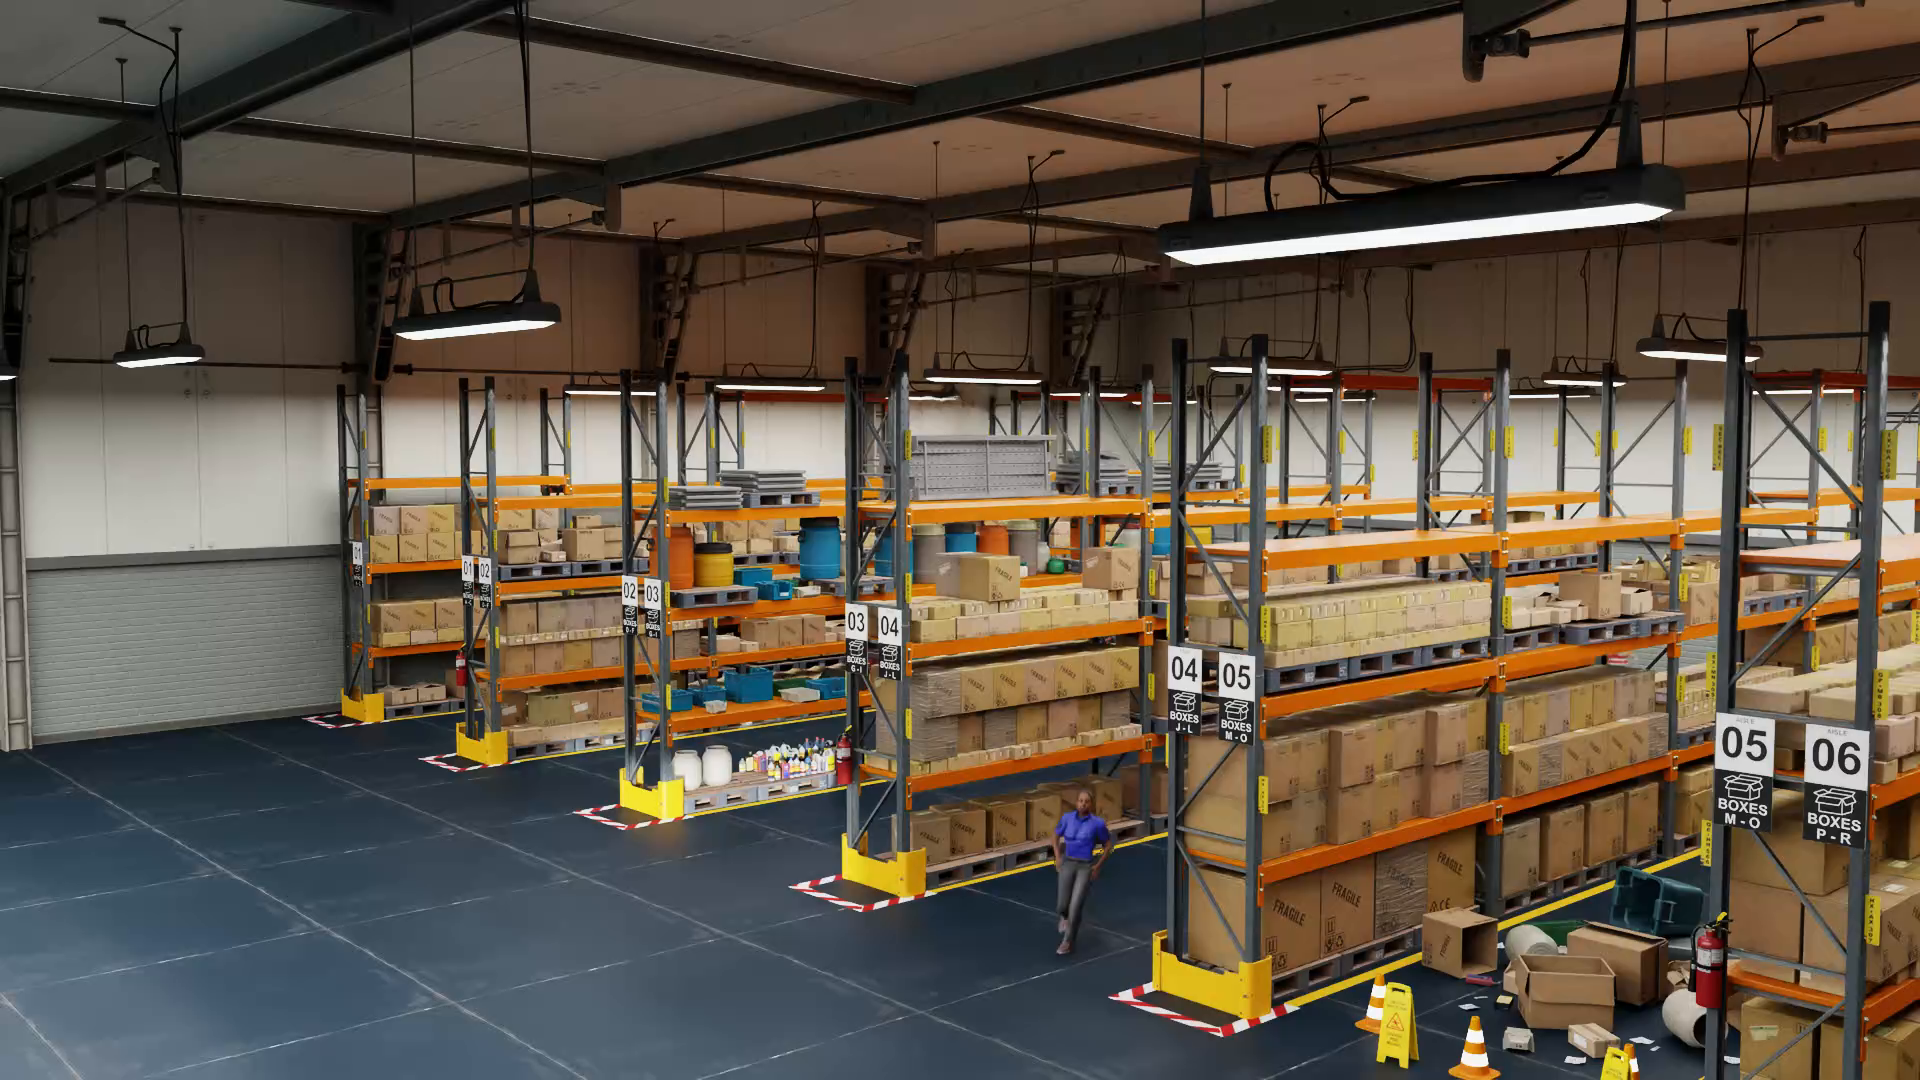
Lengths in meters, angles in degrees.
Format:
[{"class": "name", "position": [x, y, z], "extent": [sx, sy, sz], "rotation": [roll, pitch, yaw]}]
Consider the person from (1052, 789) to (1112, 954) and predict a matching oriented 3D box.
[{"class": "person", "position": [1.218, 3.273, 16.605], "extent": [0.606, 1.611, 0.576], "rotation": [1, 4, 12]}]

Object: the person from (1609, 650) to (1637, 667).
[{"class": "person", "position": [11.992, 2.300, 30.312], "extent": [0.698, 1.765, 0.622], "rotation": [-2, 4, -28]}]
